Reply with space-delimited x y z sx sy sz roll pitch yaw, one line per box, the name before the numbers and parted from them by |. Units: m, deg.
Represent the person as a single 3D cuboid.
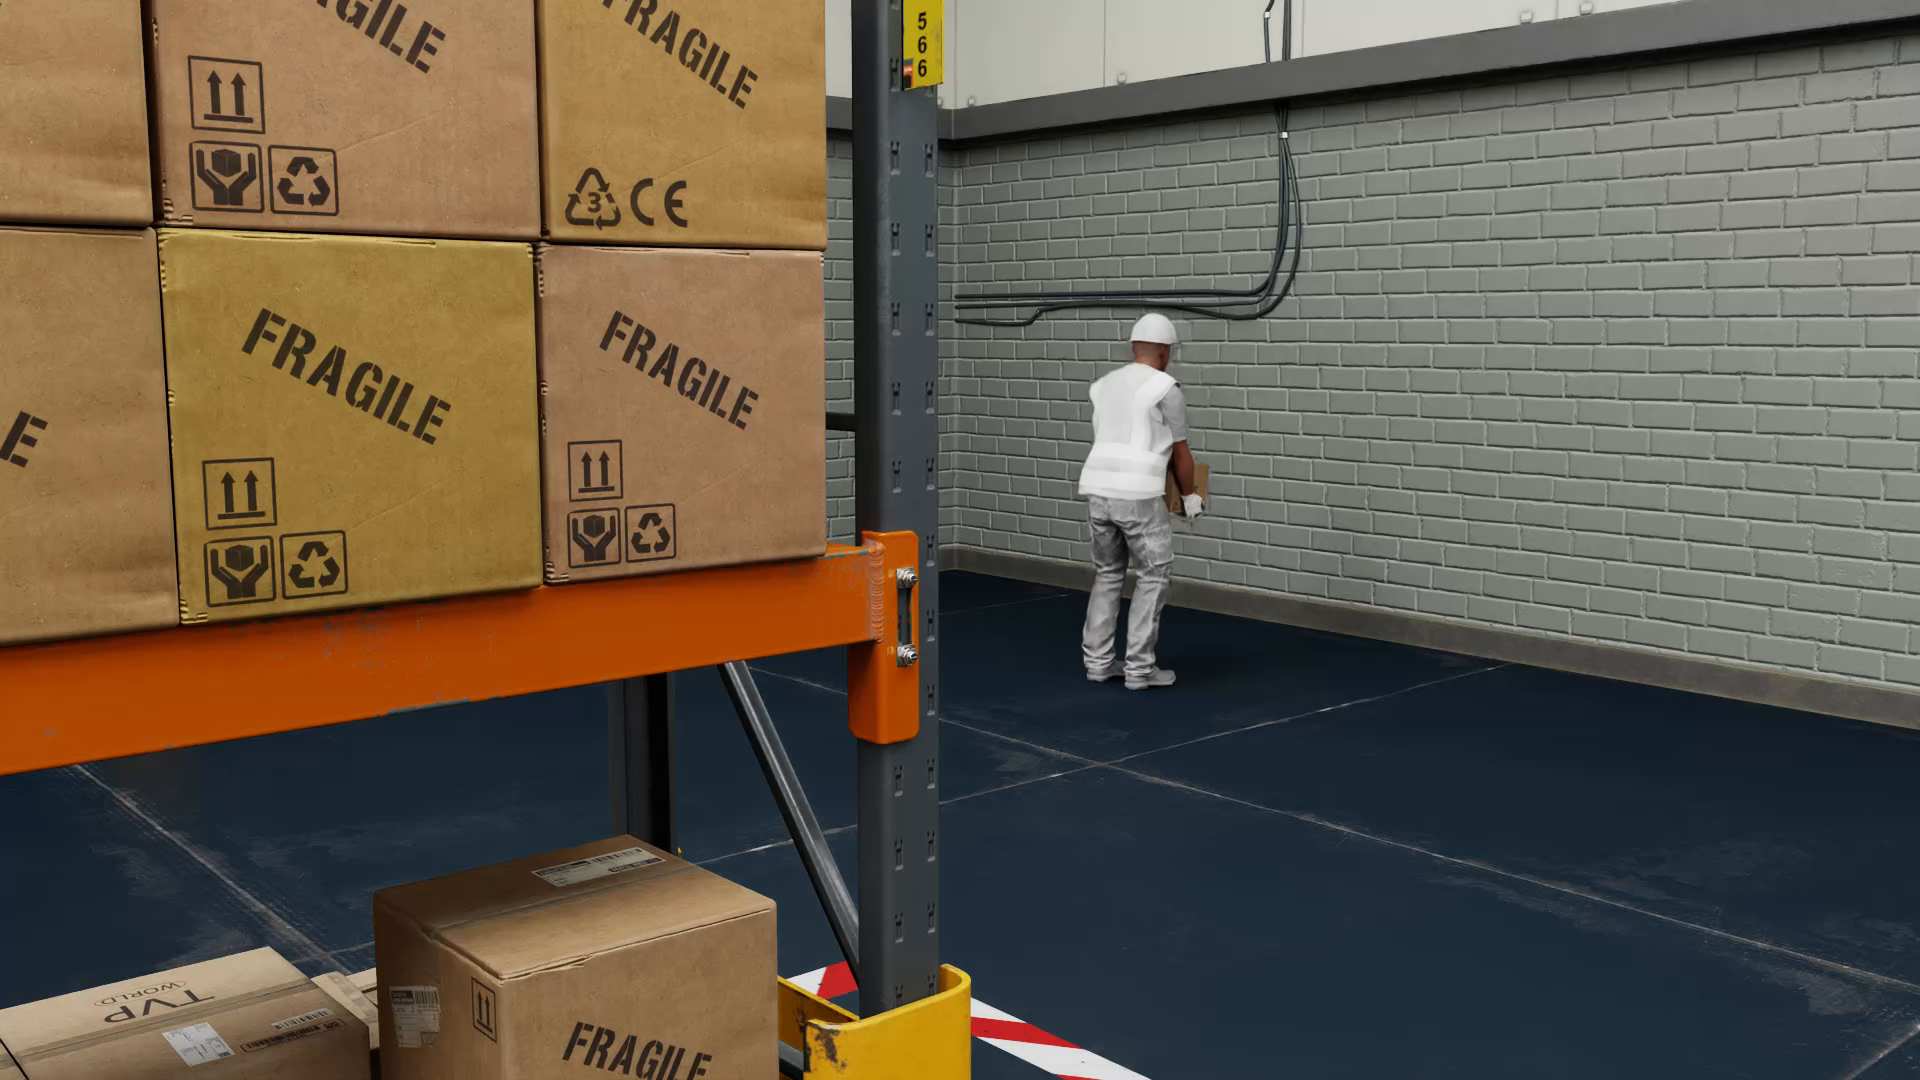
person | 0.850 -0.197 7.882 0.611 1.744 0.488 -7 10 -42
